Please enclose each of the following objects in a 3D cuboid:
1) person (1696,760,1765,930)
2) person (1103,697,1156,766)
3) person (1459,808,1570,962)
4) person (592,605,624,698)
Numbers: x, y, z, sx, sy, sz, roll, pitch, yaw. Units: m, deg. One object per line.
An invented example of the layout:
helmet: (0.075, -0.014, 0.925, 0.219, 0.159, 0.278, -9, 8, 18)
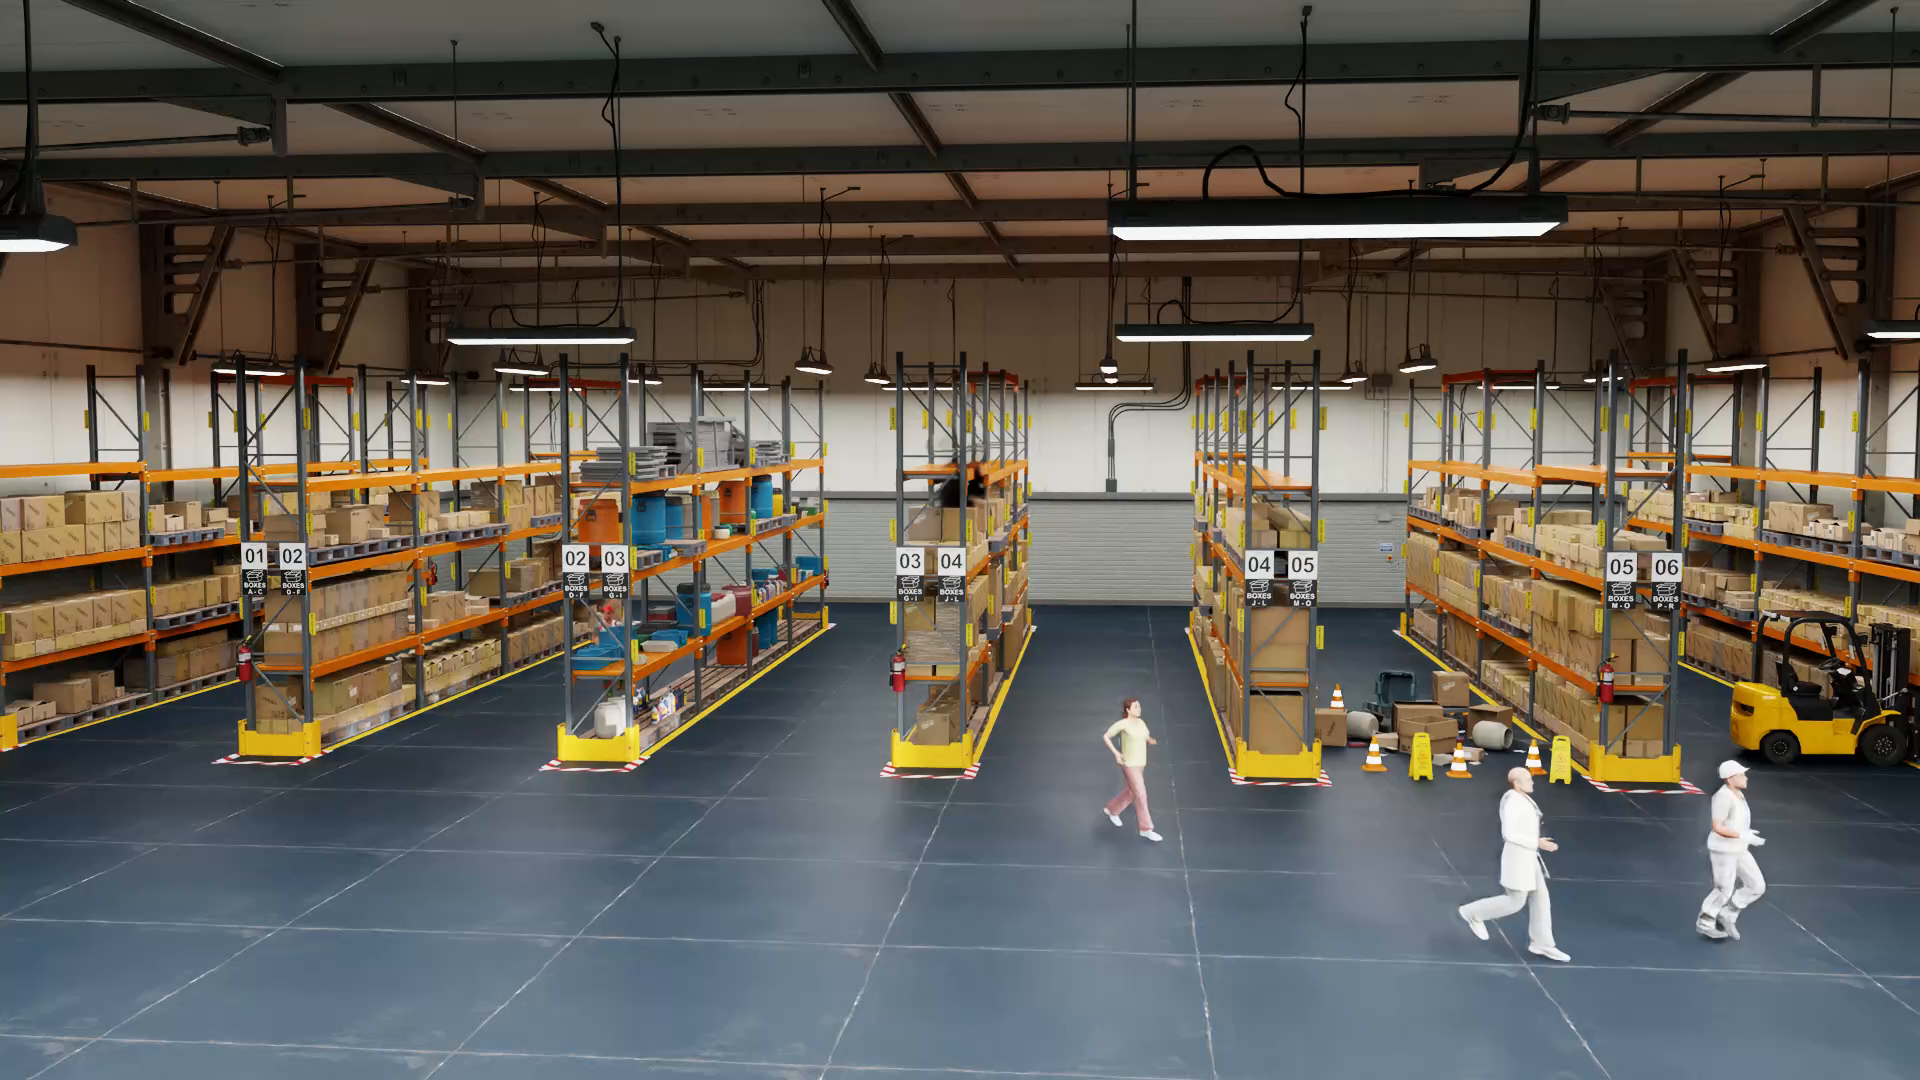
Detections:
person: (7.399, 2.947, 15.900, 0.645, 1.685, 0.661, -4, 5, -42)
person: (2.110, 2.303, 19.989, 0.578, 0.824, 0.573, 4, 6, 44)
person: (5.211, 3.177, 15.600, 1.005, 1.461, 0.186, 2, 5, 31)
person: (-6.281, 1.991, 29.834, 0.620, 1.671, 0.589, 0, 4, 1)
